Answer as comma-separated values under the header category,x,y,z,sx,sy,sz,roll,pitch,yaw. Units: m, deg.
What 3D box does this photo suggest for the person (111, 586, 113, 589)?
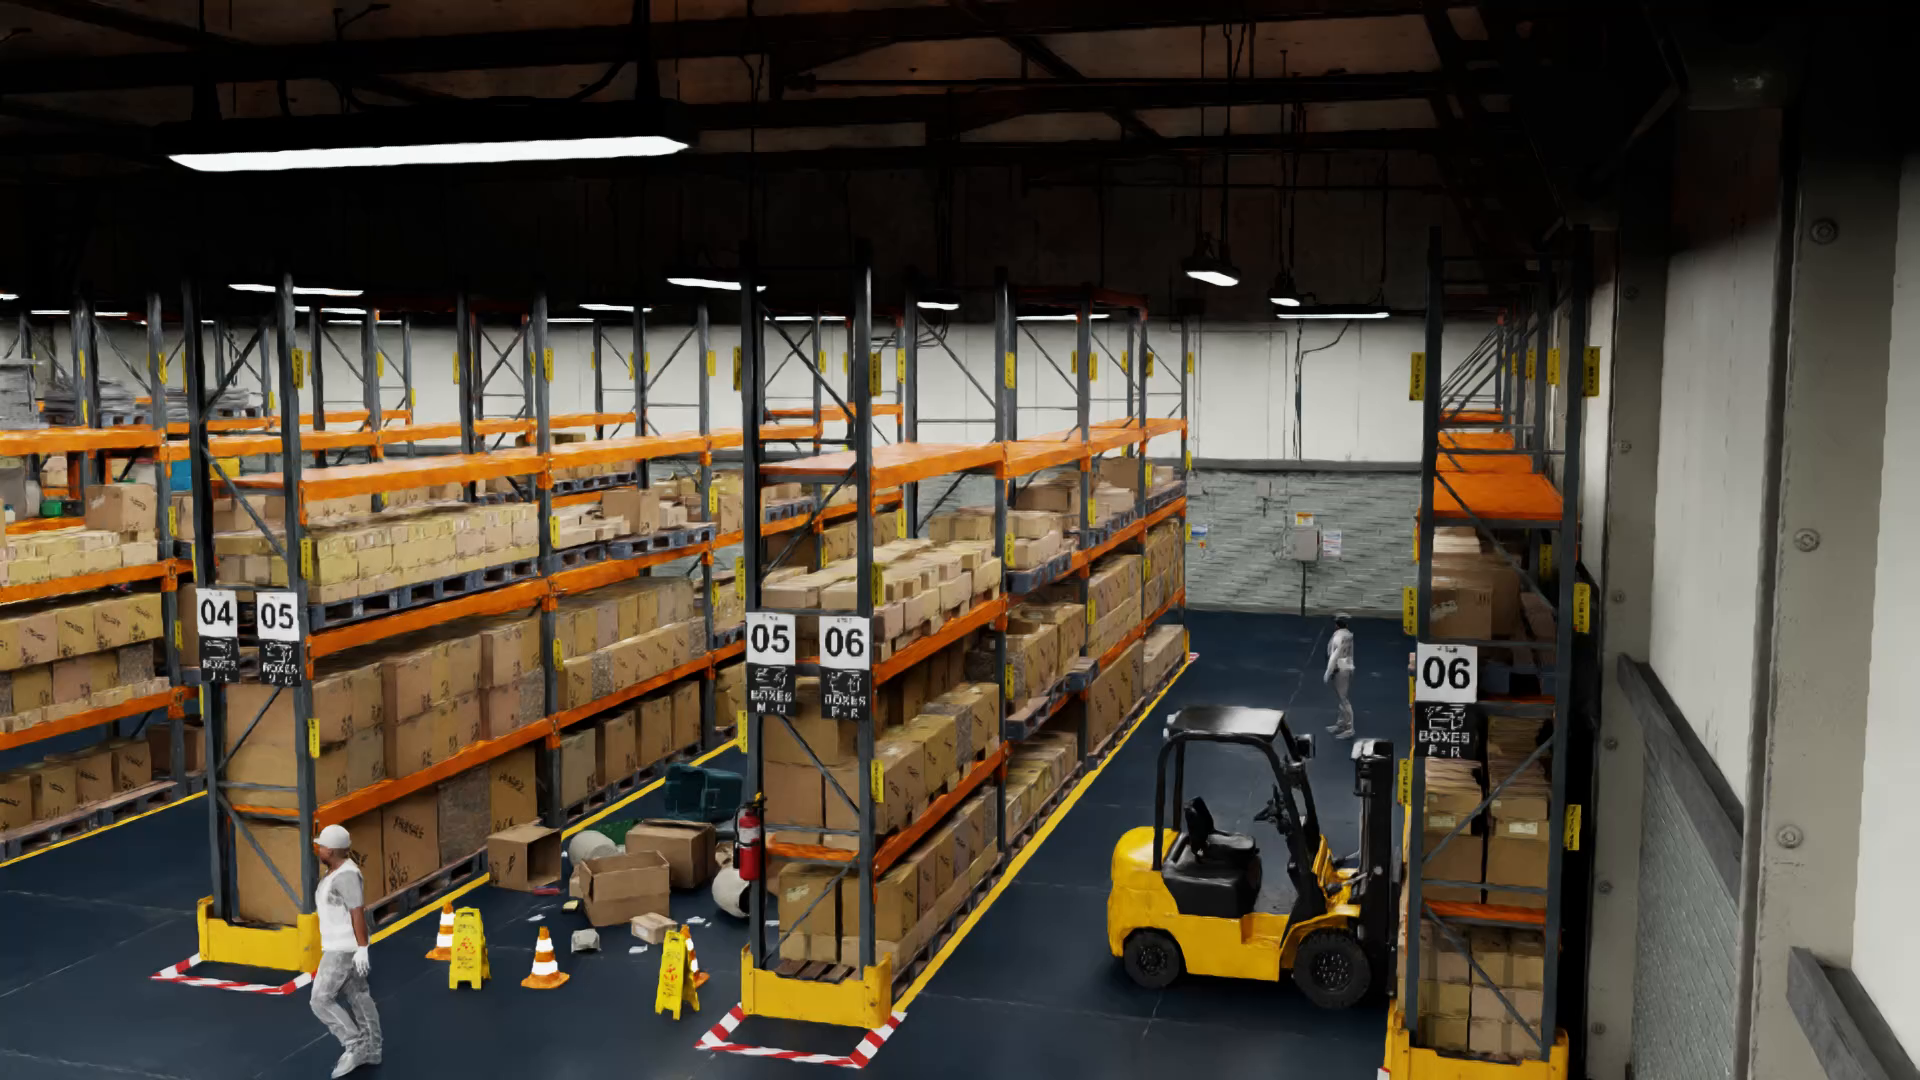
category,x,y,z,sx,sy,sz,roll,pitch,yaw
person,-15.303,0.934,29.747,0.446,1.782,0.674,0,6,4

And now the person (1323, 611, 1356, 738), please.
category,x,y,z,sx,sy,sz,roll,pitch,yaw
person,5.177,1.819,22.575,0.474,1.693,0.541,4,8,34

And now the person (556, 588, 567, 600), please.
category,x,y,z,sx,sy,sz,roll,pitch,yaw
person,-6.079,1.466,25.496,0.677,1.726,0.574,2,7,14

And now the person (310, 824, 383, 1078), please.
category,x,y,z,sx,sy,sz,roll,pitch,yaw
person,-4.444,2.935,12.002,0.472,1.771,0.653,-2,7,-18
